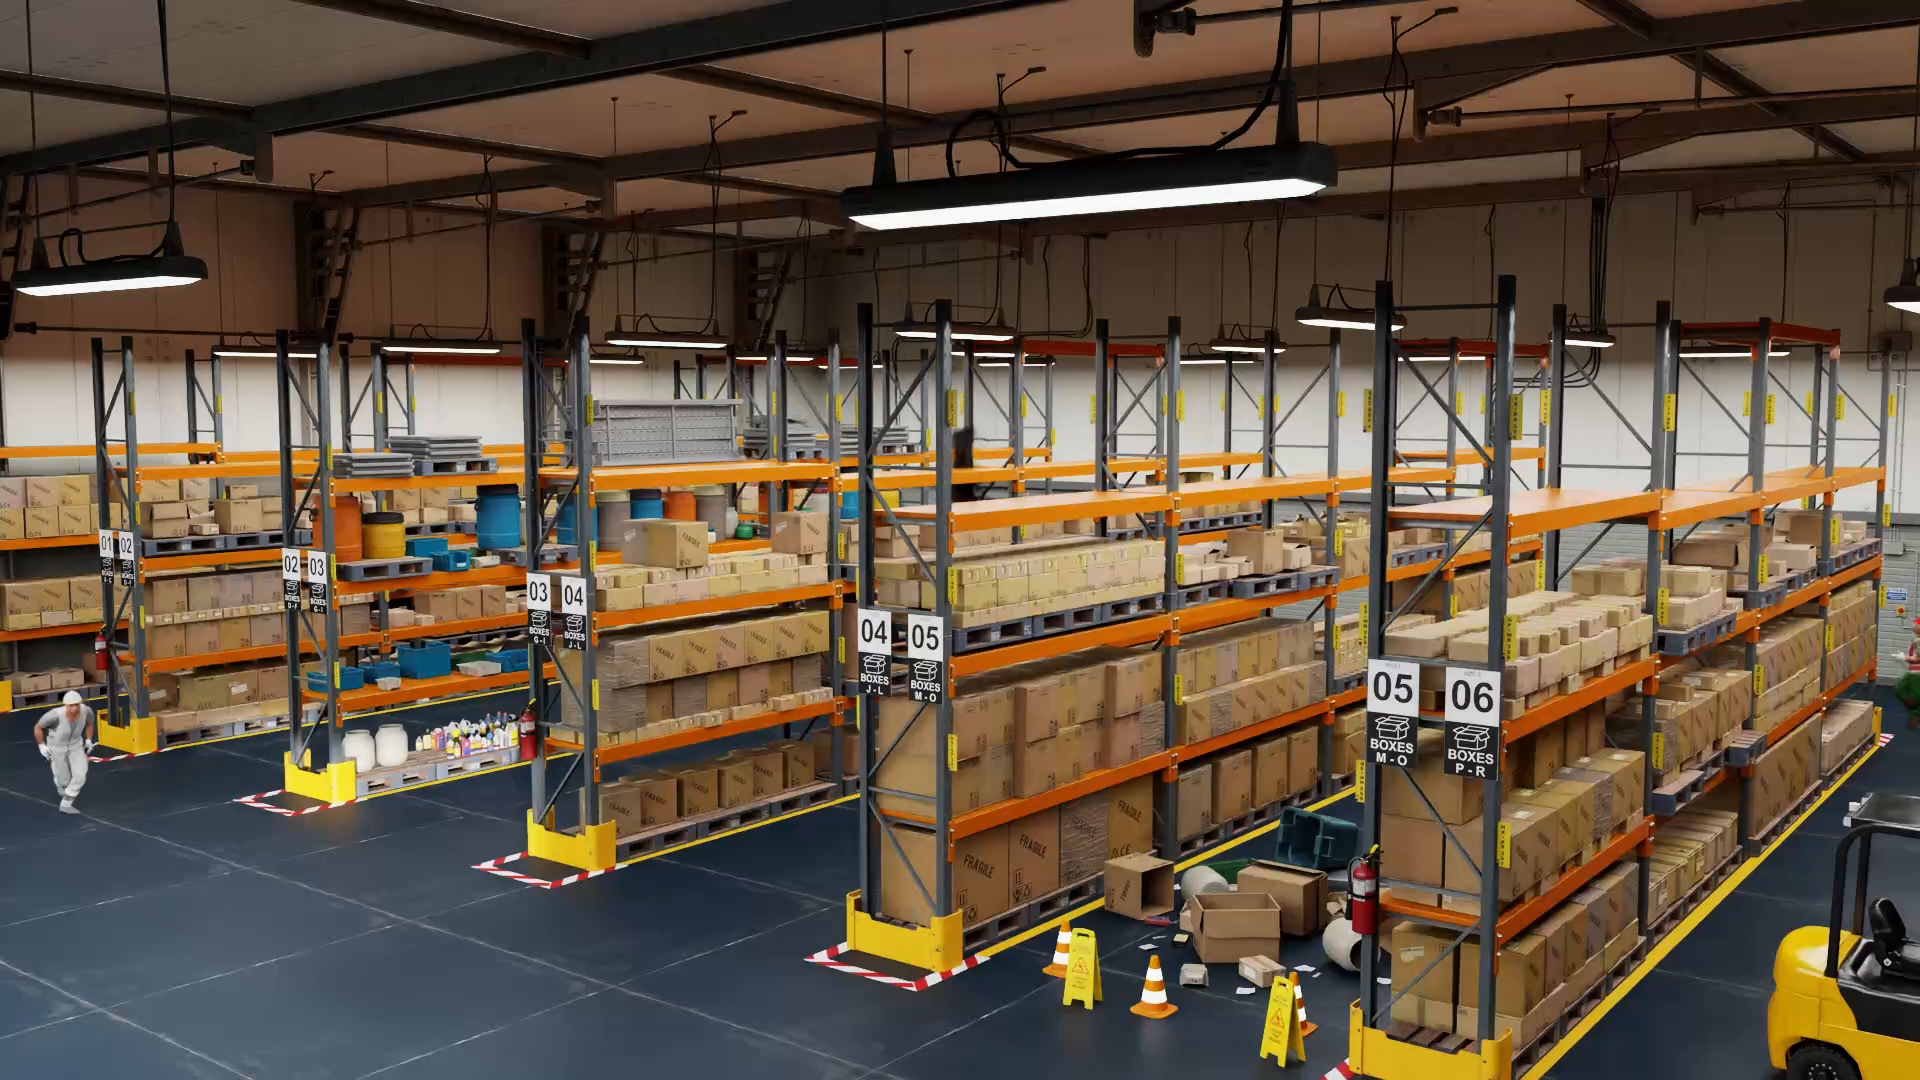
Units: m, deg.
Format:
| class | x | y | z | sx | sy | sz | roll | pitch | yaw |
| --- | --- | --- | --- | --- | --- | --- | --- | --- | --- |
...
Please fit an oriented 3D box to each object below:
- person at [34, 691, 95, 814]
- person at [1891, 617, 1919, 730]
| class | x | y | z | sx | sy | sz | roll | pitch | yaw |
| --- | --- | --- | --- | --- | --- | --- | --- | --- | --- |
| person | -11.051 | 2.574 | 20.513 | 0.674 | 1.518 | 1.005 | -5 | 7 | -43 |
| person | 14.668 | 2.053 | 25.508 | 0.696 | 1.783 | 0.641 | 3 | 6 | 28 |
